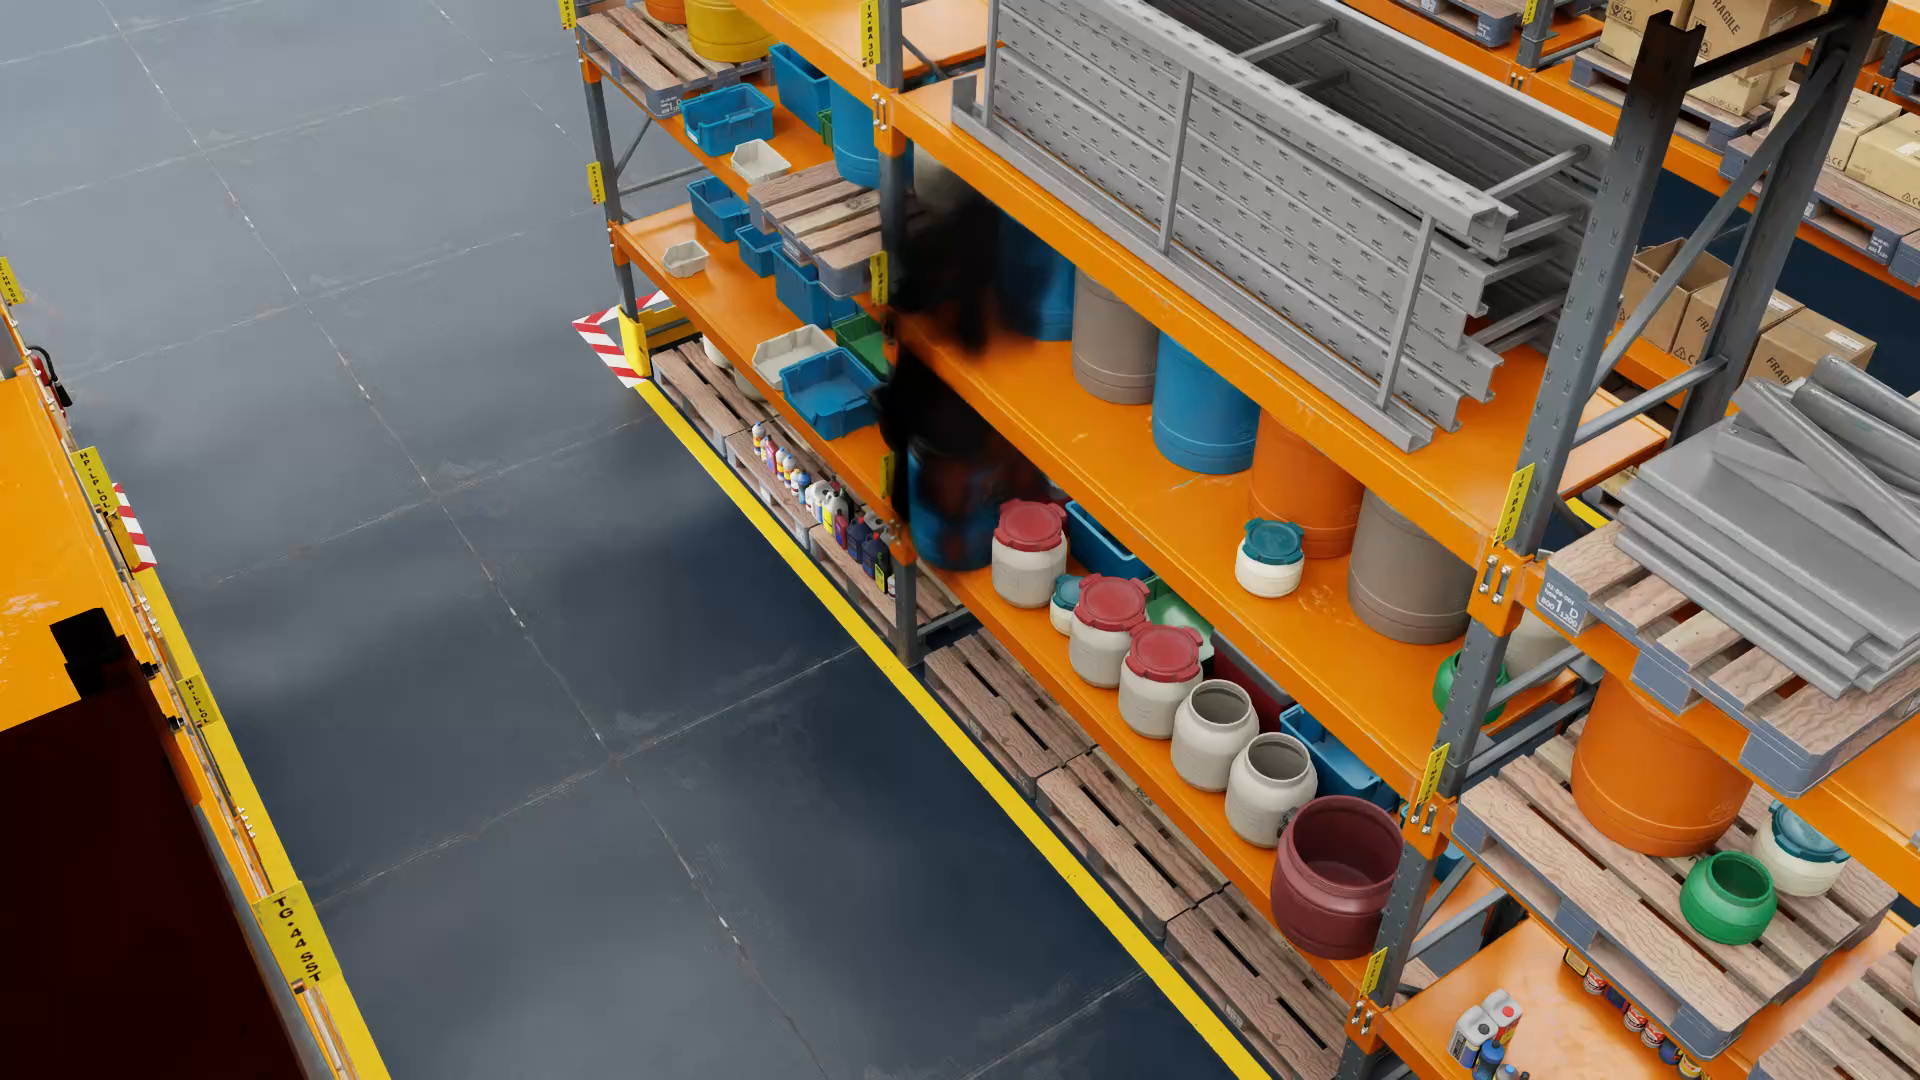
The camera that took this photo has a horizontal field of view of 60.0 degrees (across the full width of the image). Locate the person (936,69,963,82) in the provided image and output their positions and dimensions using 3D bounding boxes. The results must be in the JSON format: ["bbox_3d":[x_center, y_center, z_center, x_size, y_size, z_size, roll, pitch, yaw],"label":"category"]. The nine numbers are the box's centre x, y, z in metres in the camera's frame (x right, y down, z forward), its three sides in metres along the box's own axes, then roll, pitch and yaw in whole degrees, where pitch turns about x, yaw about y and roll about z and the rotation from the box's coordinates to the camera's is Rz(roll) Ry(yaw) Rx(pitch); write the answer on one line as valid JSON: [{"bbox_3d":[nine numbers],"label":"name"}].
[{"bbox_3d":[-0.279,-4.863,15.875,0.624,1.620,0.598,2,43,2],"label":"person"}]
